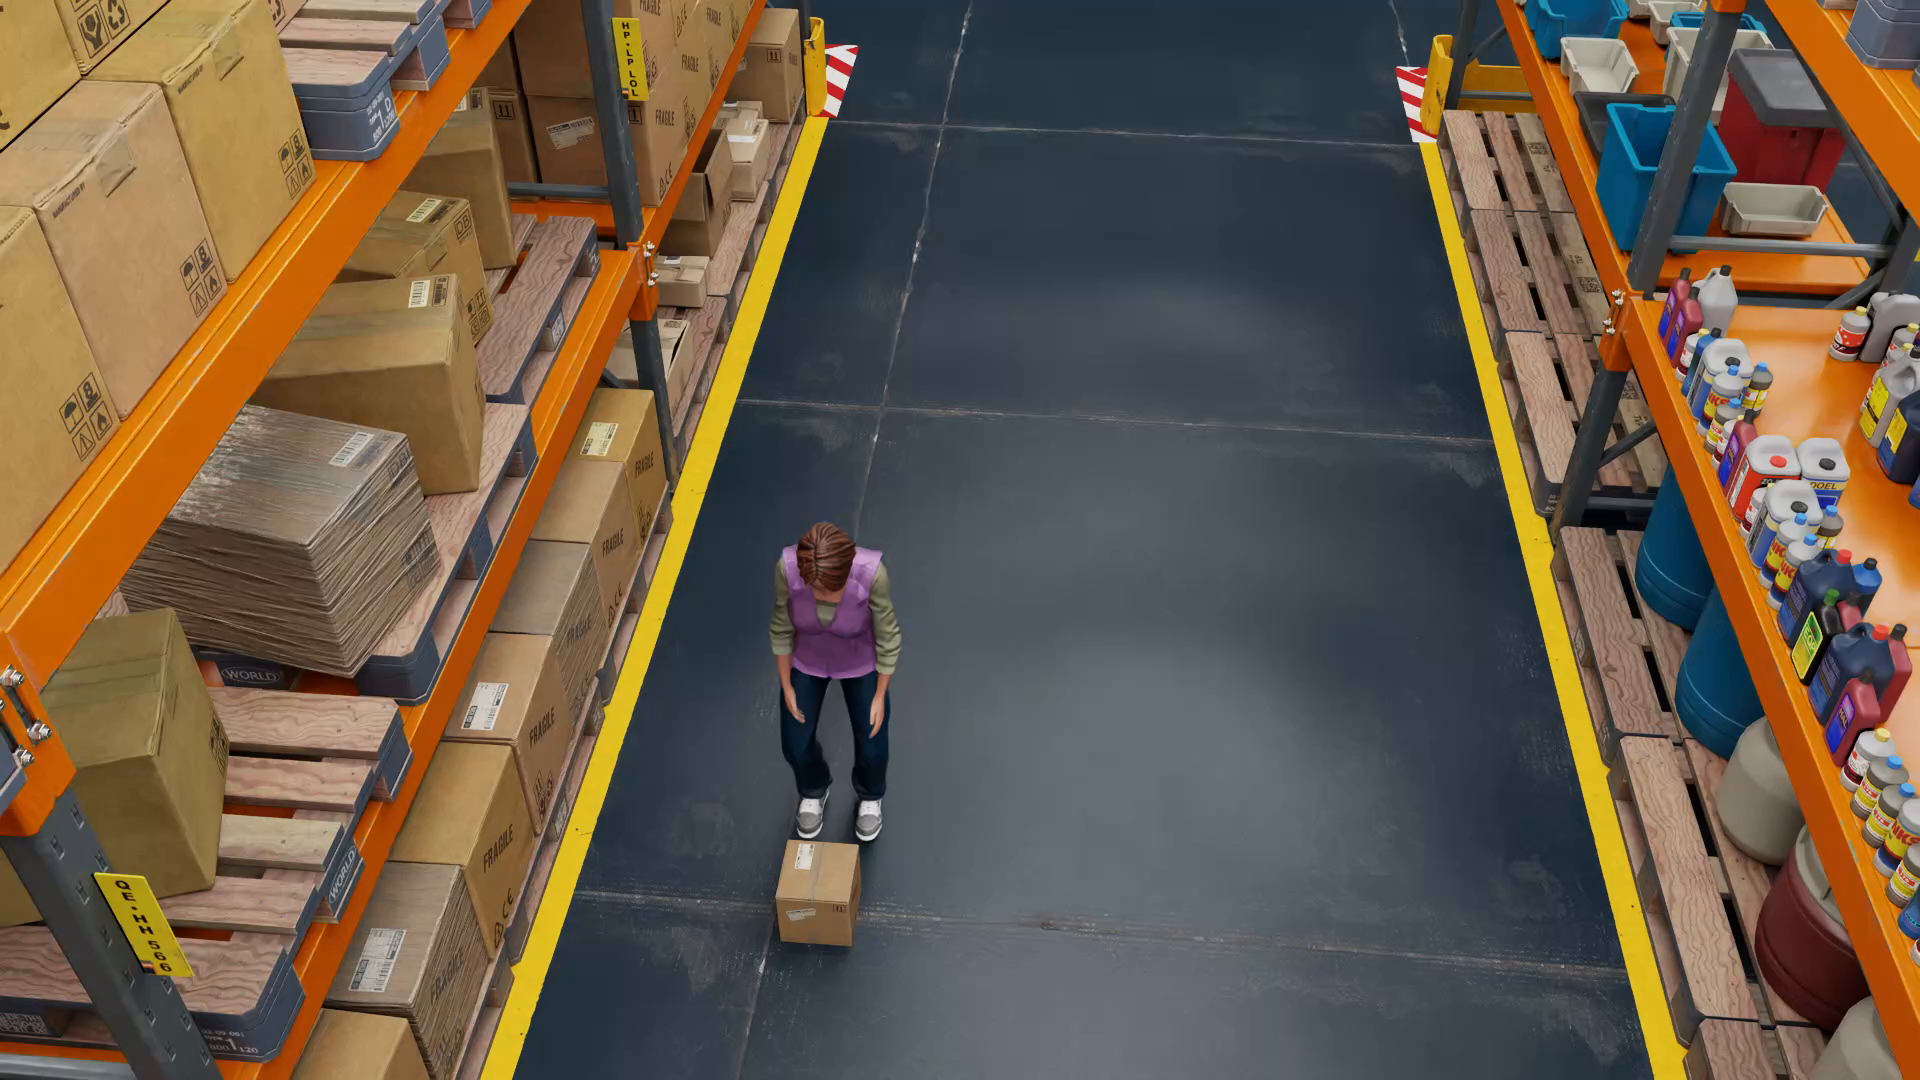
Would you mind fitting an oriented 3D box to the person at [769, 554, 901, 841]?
[{"bbox_3d":[-0.407,0.509,5.806,0.444,1.302,0.362,4,41,5],"label":"person"}]
